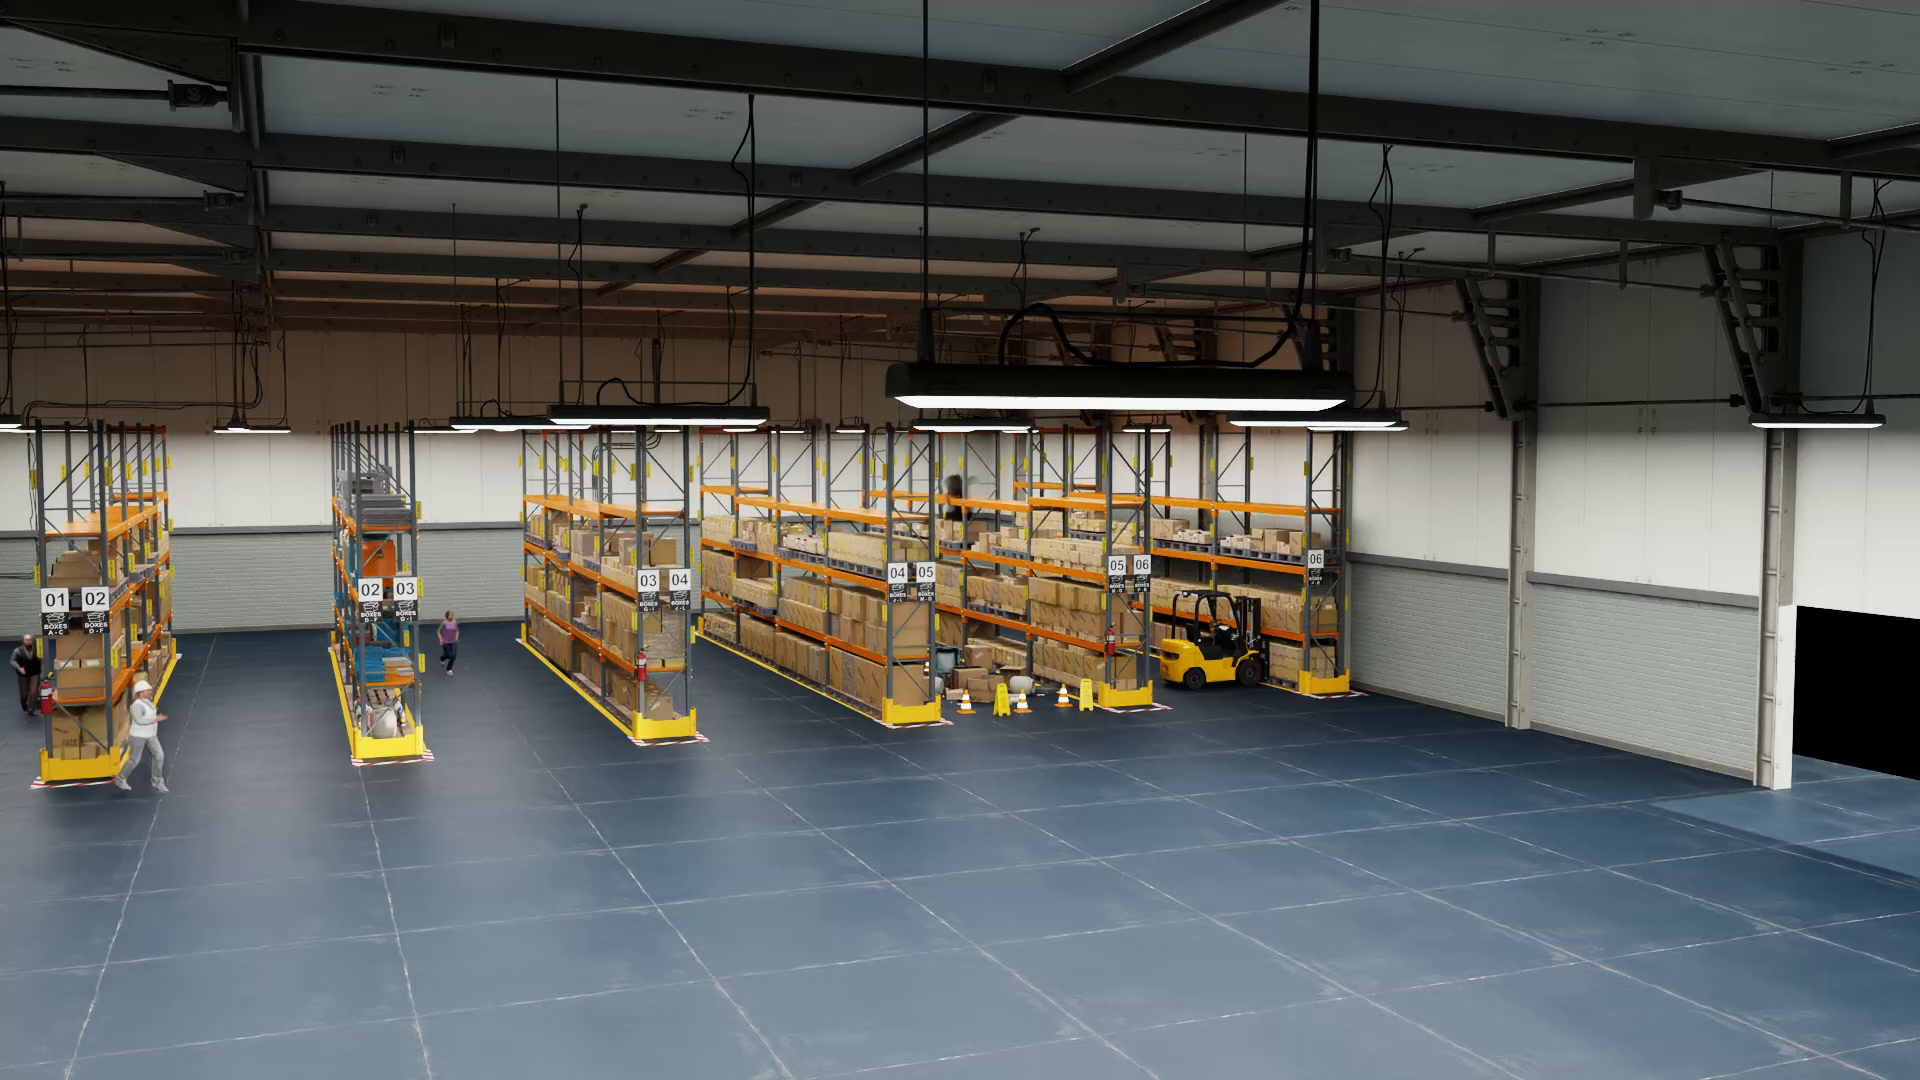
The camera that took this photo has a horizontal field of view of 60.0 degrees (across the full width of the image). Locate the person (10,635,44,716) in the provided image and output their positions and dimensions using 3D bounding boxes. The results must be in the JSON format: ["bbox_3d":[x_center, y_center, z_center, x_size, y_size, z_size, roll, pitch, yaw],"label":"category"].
[{"bbox_3d":[-19.116,2.768,34.106,0.654,1.675,0.757,-2,4,-34],"label":"person"}]

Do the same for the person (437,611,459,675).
[{"bbox_3d":[-12.298,2.464,39.973,0.520,1.552,0.573,-2,4,-34],"label":"person"}]

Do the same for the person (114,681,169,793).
[{"bbox_3d":[-13.103,3.164,26.618,0.868,1.827,0.608,0,4,3],"label":"person"}]
